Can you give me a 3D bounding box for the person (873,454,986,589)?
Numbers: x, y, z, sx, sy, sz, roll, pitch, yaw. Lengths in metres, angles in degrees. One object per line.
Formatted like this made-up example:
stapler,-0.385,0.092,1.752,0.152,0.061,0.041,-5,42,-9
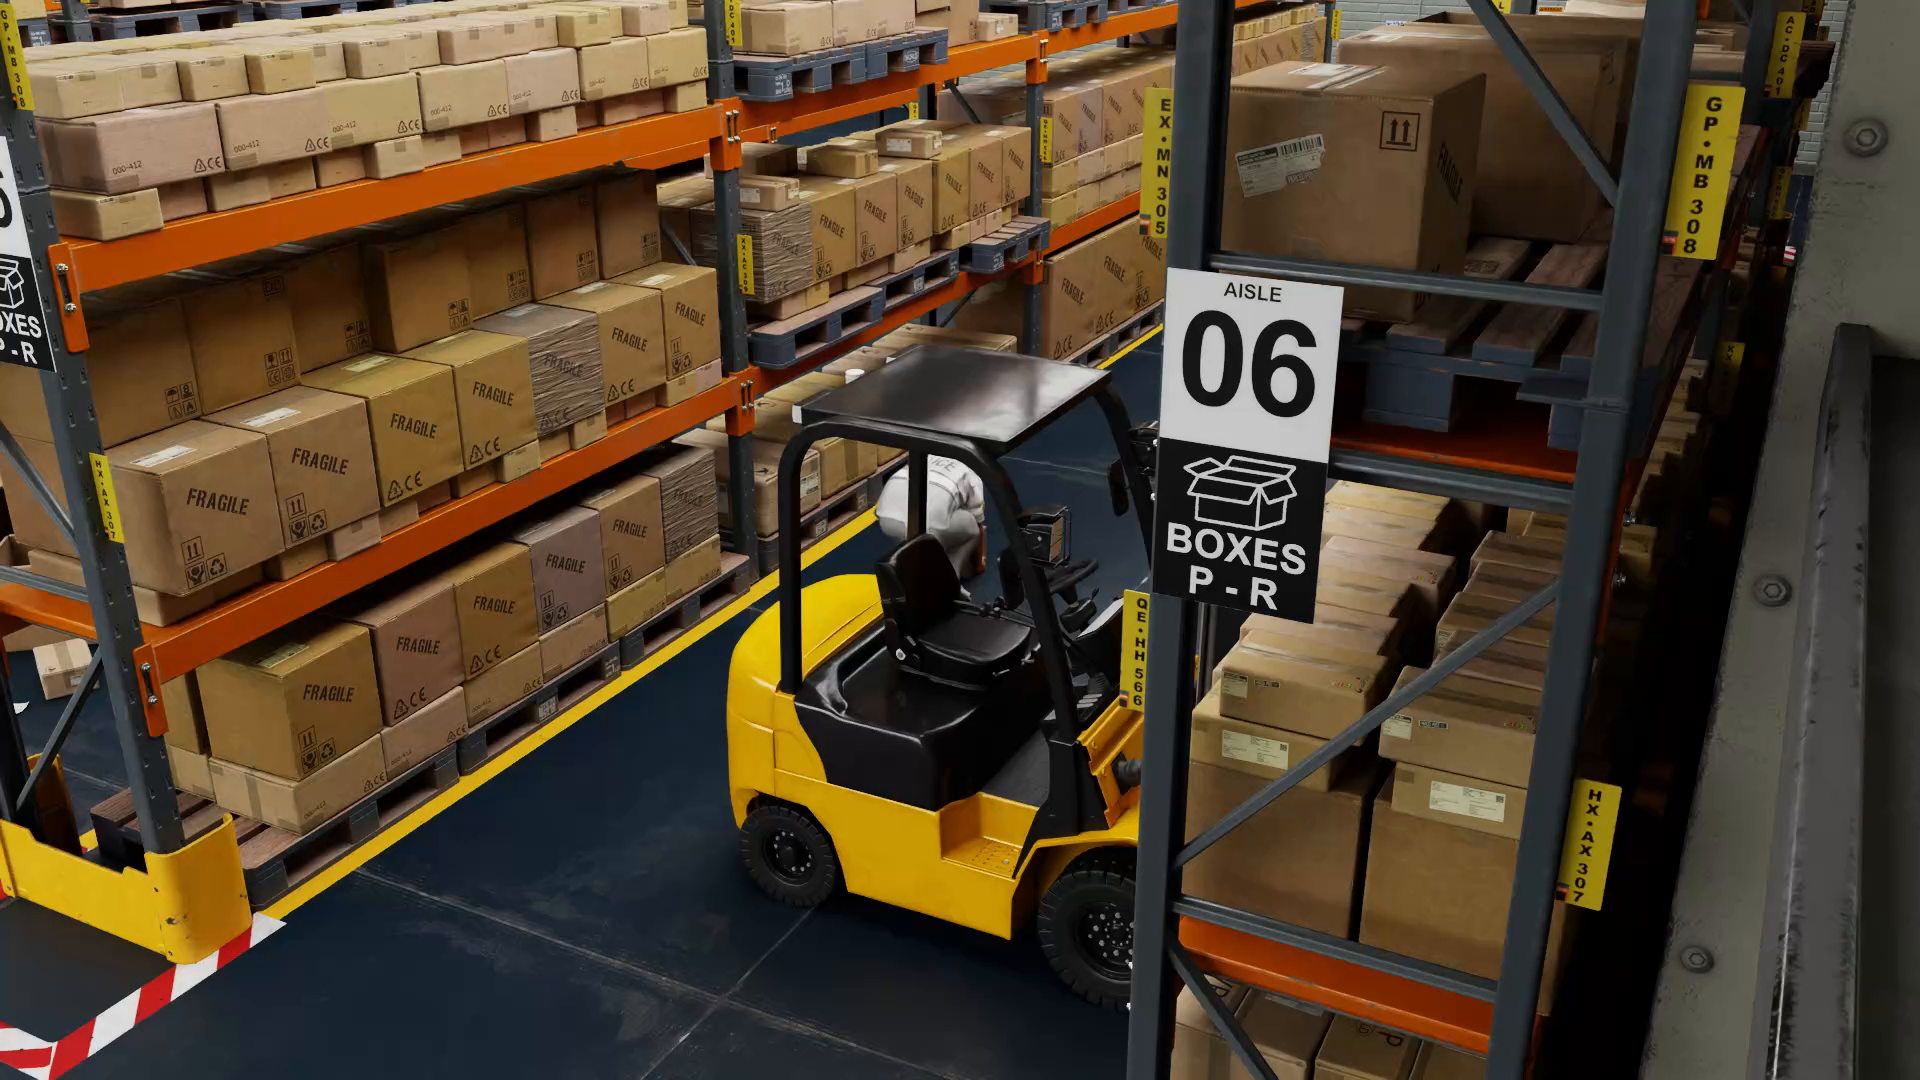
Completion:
person,-0.132,-0.097,9.740,0.525,0.841,1.030,10,25,22
